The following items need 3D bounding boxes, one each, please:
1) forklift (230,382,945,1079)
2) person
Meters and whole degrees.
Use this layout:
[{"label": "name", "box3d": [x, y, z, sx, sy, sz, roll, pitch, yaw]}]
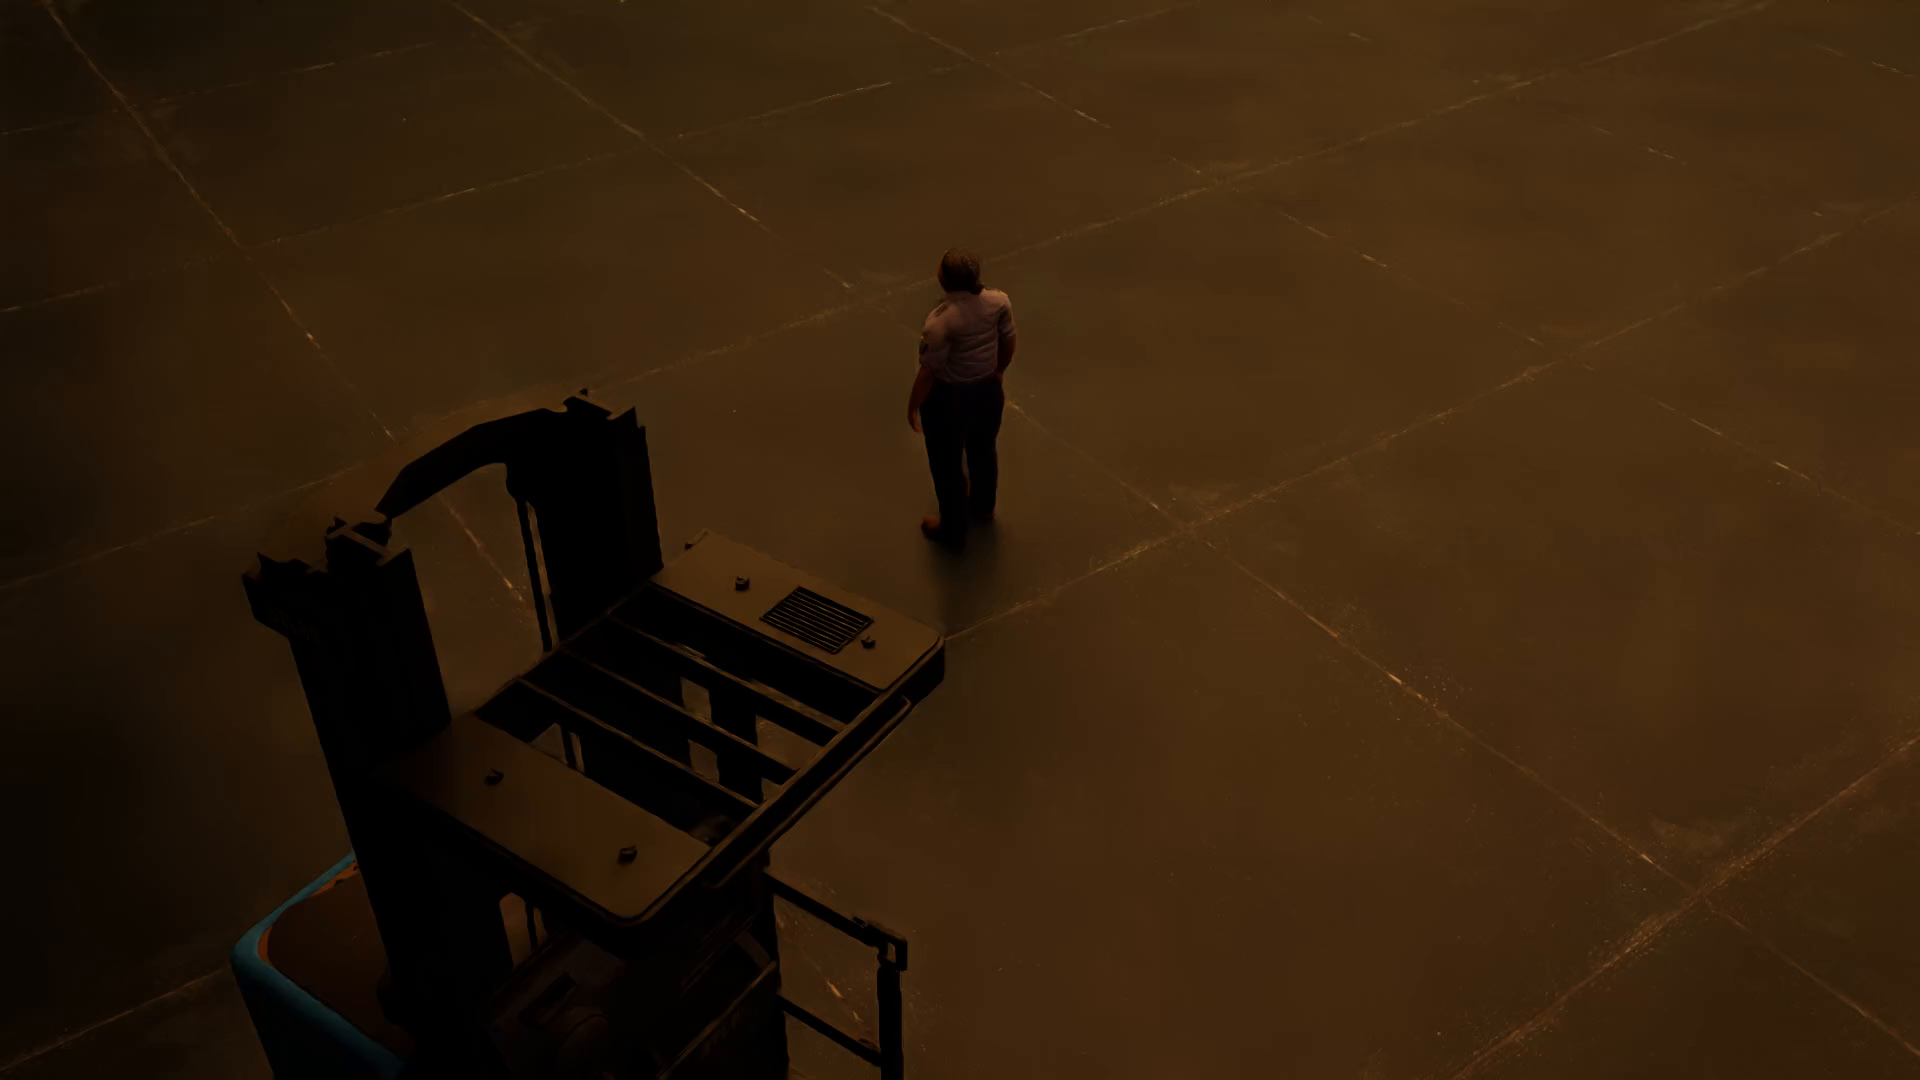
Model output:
[{"label": "forklift", "box3d": [-0.703, 1.161, 4.374, 3.031, 2.935, 1.130, 22, 42, 27]}, {"label": "person", "box3d": [-0.034, -0.719, 7.985, 0.599, 1.650, 0.502, -23, 42, -28]}]
